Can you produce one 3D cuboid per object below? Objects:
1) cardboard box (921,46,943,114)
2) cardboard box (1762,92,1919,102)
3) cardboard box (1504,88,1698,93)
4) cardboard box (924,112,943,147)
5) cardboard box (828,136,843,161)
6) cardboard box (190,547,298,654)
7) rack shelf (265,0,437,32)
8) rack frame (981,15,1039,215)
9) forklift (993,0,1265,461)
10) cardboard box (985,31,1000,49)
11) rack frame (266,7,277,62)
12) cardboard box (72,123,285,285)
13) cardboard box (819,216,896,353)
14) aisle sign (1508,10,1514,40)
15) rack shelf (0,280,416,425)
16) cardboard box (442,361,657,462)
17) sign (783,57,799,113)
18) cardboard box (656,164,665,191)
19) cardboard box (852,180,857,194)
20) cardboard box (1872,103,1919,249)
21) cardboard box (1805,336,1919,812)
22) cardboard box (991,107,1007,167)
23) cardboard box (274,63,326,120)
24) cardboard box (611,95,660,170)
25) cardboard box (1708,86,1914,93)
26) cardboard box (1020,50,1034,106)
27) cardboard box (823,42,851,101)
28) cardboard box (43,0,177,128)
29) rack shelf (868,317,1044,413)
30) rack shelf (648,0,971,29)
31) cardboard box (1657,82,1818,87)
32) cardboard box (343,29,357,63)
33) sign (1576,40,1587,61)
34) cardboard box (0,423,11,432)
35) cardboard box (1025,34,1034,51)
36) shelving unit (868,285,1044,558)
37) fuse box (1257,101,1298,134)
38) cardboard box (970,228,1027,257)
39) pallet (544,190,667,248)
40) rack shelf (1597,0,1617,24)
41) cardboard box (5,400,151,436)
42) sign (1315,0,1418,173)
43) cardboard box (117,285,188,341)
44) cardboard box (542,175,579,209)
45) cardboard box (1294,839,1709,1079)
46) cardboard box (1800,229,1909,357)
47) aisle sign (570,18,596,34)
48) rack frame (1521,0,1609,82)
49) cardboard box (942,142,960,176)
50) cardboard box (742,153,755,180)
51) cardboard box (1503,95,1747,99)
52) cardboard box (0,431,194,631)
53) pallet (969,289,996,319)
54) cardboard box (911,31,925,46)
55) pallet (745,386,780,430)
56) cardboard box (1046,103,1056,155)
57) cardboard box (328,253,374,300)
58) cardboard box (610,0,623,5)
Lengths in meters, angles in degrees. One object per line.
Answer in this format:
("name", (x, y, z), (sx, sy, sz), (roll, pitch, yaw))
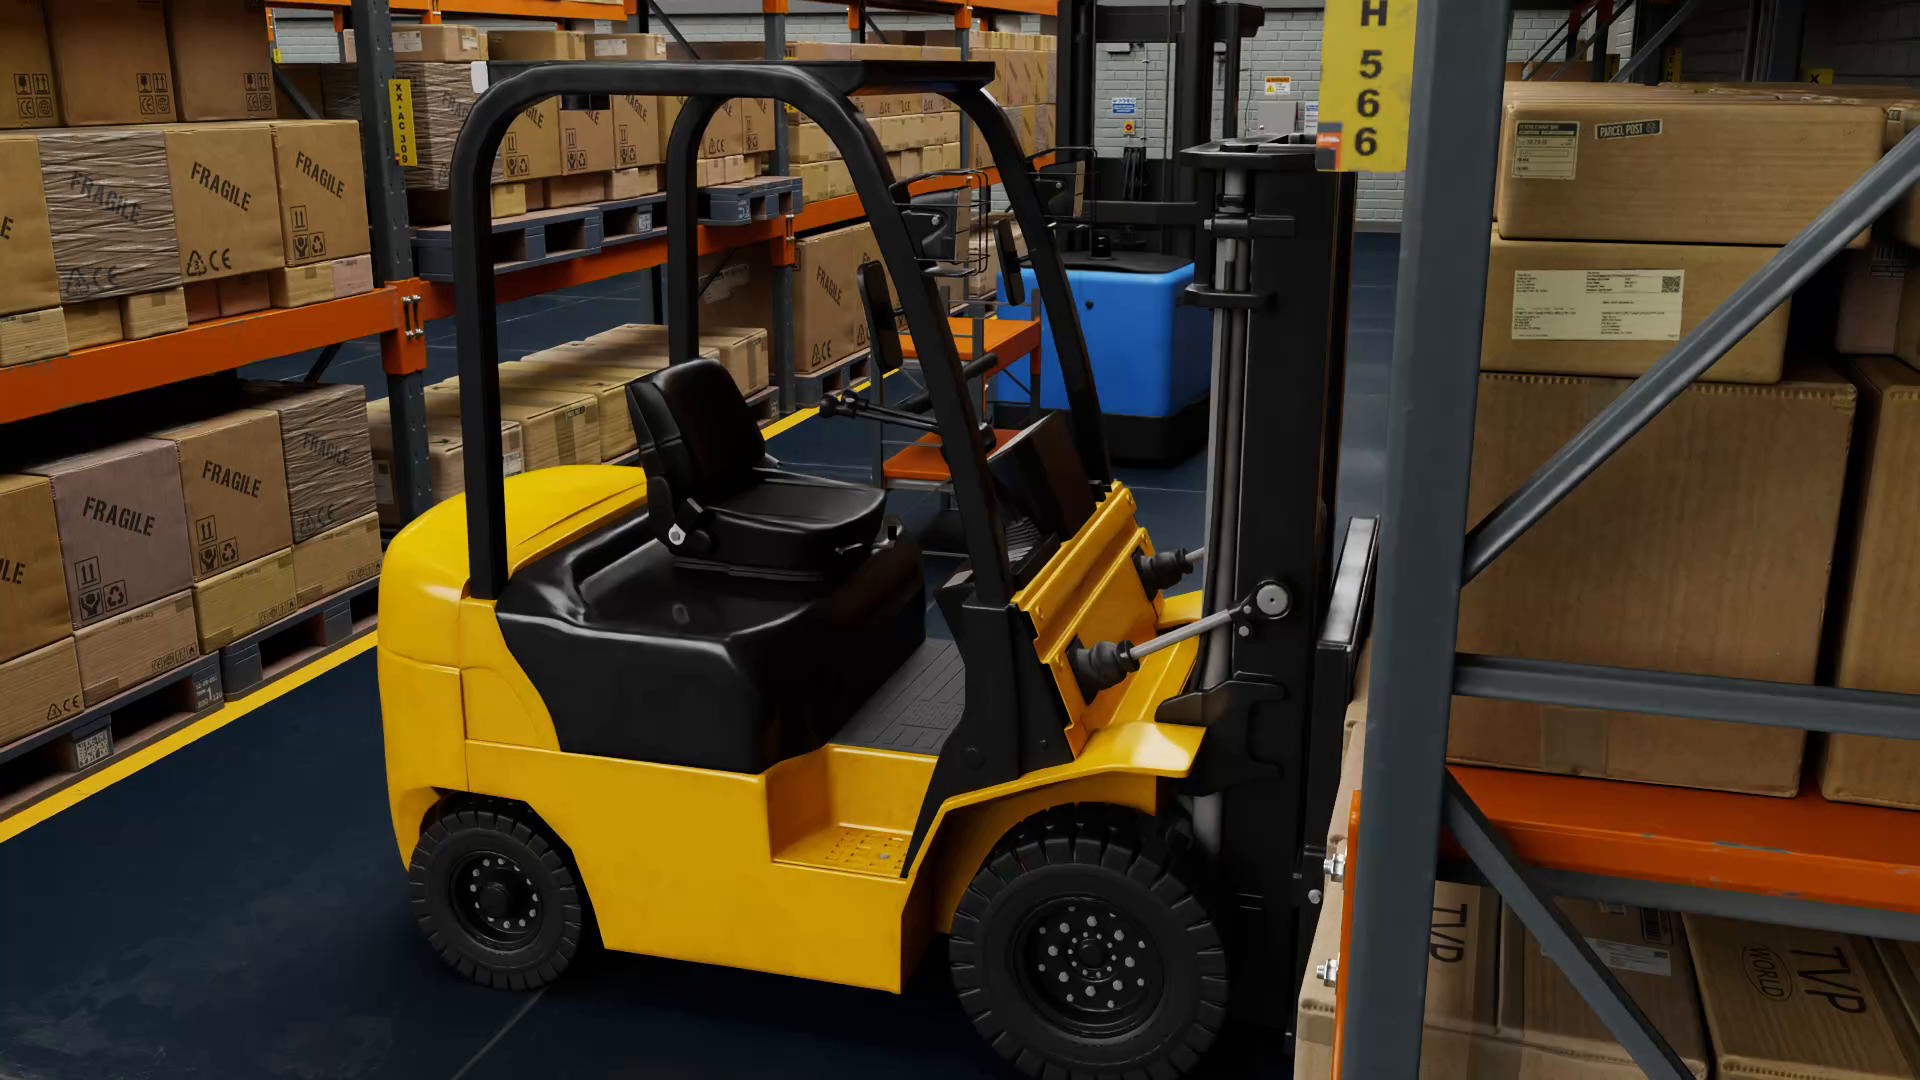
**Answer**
("cardboard box", (-0.446, -3.597, 12.997), (0.500, 0.500, 0.500), (5, 17, 17))
("cardboard box", (1.534, -0.661, 2.747), (0.380, 0.149, 0.250), (5, 17, 18))
("cardboard box", (1.260, -0.832, 3.347), (0.380, 0.149, 0.250), (5, 17, 17))
("cardboard box", (-0.447, -3.243, 13.123), (0.500, 0.250, 0.500), (5, 17, 17))
("cardboard box", (-1.028, -2.710, 11.246), (0.500, 0.250, 0.500), (5, 17, 17))
("cardboard box", (-2.745, 0.190, 5.933), (0.500, 0.250, 0.500), (4, 16, 14))
("rack shelf", (-5.763, -4.271, 13.212), (1.077, 0.370, 4.000), (5, 16, 16))
("rack frame", (0.717, -4.386, 17.797), (1.000, 3.000, 0.127), (5, 16, 16))
("forklift", (1.201, -2.206, 10.237), (1.130, 2.935, 3.031), (6, 17, 21))
("cardboard box", (0.138, -4.442, 14.790), (0.380, 0.149, 0.250), (5, 16, 15))
("rack frame", (-8.784, -5.155, 20.506), (1.000, 3.000, 0.127), (5, 16, 16))
("cardboard box", (-2.721, -1.167, 5.720), (0.500, 0.500, 0.500), (5, 17, 18))
("cardboard box", (-1.023, -1.881, 12.086), (0.875, 0.875, 0.875), (5, 17, 17))
("aisle sign", (5.215, -5.294, 16.232), (0.394, 0.787, 0.004), (5, 16, 16))
("rack shelf", (-3.262, -0.378, 4.982), (1.077, 0.370, 4.000), (5, 16, 16))
("cardboard box", (-2.150, -0.693, 8.820), (0.950, 0.372, 0.625), (5, 17, 18))
("sign", (-1.034, -2.773, 10.131), (0.100, 0.325, 0.005), (5, 16, 16))
("cardboard box", (-1.796, -1.931, 8.831), (0.380, 0.149, 0.250), (5, 17, 16))
("cardboard box", (-0.893, -2.602, 11.782), (0.500, 0.250, 0.500), (5, 17, 18))
("cardboard box", (1.230, -0.391, 1.794), (0.380, 0.149, 0.250), (4, 16, 15))
("cardboard box", (1.337, 0.027, 2.053), (0.500, 0.500, 0.500), (5, 17, 18))
("cardboard box", (0.111, -3.622, 14.918), (0.500, 0.500, 0.500), (5, 17, 16))
("cardboard box", (-2.782, -1.779, 7.106), (0.500, 0.500, 0.500), (4, 16, 15))
("cardboard box", (-1.854, -2.135, 8.362), (0.500, 0.500, 0.500), (4, 16, 14))
("cardboard box", (1.871, -0.927, 3.682), (0.380, 0.149, 0.250), (4, 16, 15))
("cardboard box", (0.399, -4.371, 15.728), (0.500, 0.500, 0.500), (5, 16, 15))
("cardboard box", (-1.050, -3.063, 11.116), (0.500, 0.500, 0.500), (5, 16, 16))
("cardboard box", (-3.192, -1.689, 5.726), (0.700, 0.500, 0.500), (5, 17, 16))
("rack shelf", (0.002, -0.825, 7.602), (0.538, 0.278, 1.000), (5, 16, 16))
("rack shelf", (-0.988, -3.914, 11.951), (1.077, 0.370, 4.000), (5, 16, 16))
("cardboard box", (2.155, -1.197, 4.635), (0.380, 0.149, 0.250), (4, 16, 14))
("cardboard box", (-2.595, -2.272, 7.655), (0.380, 0.149, 0.250), (4, 16, 14))
("sign", (6.003, -4.663, 16.072), (0.100, 0.325, 0.005), (5, 16, 16))
("cardboard box", (-3.431, -0.432, 5.562), (0.380, 0.149, 0.250), (6, 17, 19))
("cardboard box", (0.497, -4.780, 15.981), (0.380, 0.149, 0.250), (5, 17, 17))
("shelving unit", (0.002, -0.543, 7.682), (0.538, 1.125, 1.048), (5, 16, 16))
("fuse box", (4.270, -5.042, 22.471), (0.539, 1.711, 0.414), (5, 16, 16))
("cardboard box", (0.115, -2.699, 15.775), (0.875, 0.438, 0.875), (4, 16, 14))
("pallet", (-2.080, -1.680, 8.607), (1.003, 0.211, 1.213), (5, 16, 16))
("rack shelf", (3.772, -3.530, 10.598), (1.077, 0.370, 4.000), (5, 16, 16))
("cardboard box", (-3.261, -0.212, 5.976), (0.500, 0.500, 0.500), (5, 17, 18))
("sign", (0.414, -0.533, 1.656), (0.100, 0.325, 0.005), (5, 16, 16))
("cardboard box", (-2.778, -0.752, 5.445), (0.380, 0.149, 0.250), (4, 16, 15))
("cardboard box", (-2.033, -1.657, 7.865), (0.380, 0.149, 0.250), (5, 17, 17))
("cardboard box", (0.762, 0.679, 2.377), (0.500, 0.250, 0.500), (5, 17, 18))
("cardboard box", (1.284, -0.315, 2.070), (0.380, 0.149, 0.250), (5, 16, 16))
("aisle sign", (-4.325, -6.037, 18.852), (0.394, 0.787, 0.004), (5, 16, 16))
("rack frame", (4.340, -2.956, 12.754), (1.000, 3.000, 0.127), (5, 16, 16))
("cardboard box", (-0.306, -3.131, 13.645), (0.500, 0.250, 0.500), (4, 16, 15))
("cardboard box", (-1.431, -2.195, 9.761), (0.380, 0.149, 0.250), (5, 17, 17))
("cardboard box", (0.919, -0.567, 2.415), (0.380, 0.149, 0.250), (5, 17, 17))
("cardboard box", (-2.891, -0.044, 5.384), (0.500, 0.500, 0.500), (6, 17, 19))
("pallet", (-0.129, -2.191, 15.168), (1.003, 0.211, 1.213), (5, 16, 16))
("cardboard box", (-0.458, -4.347, 14.453), (0.380, 0.149, 0.250), (5, 17, 17))
("pallet", (-1.780, -0.748, 10.078), (1.003, 0.211, 1.213), (5, 16, 16))
("cardboard box", (0.677, -4.158, 16.807), (0.500, 0.500, 0.500), (4, 16, 15))
("cardboard box", (-2.492, -1.018, 6.383), (0.380, 0.149, 0.250), (4, 16, 15))
("cardboard box", (-3.933, -5.975, 18.176), (0.500, 0.250, 0.500), (4, 16, 15))
